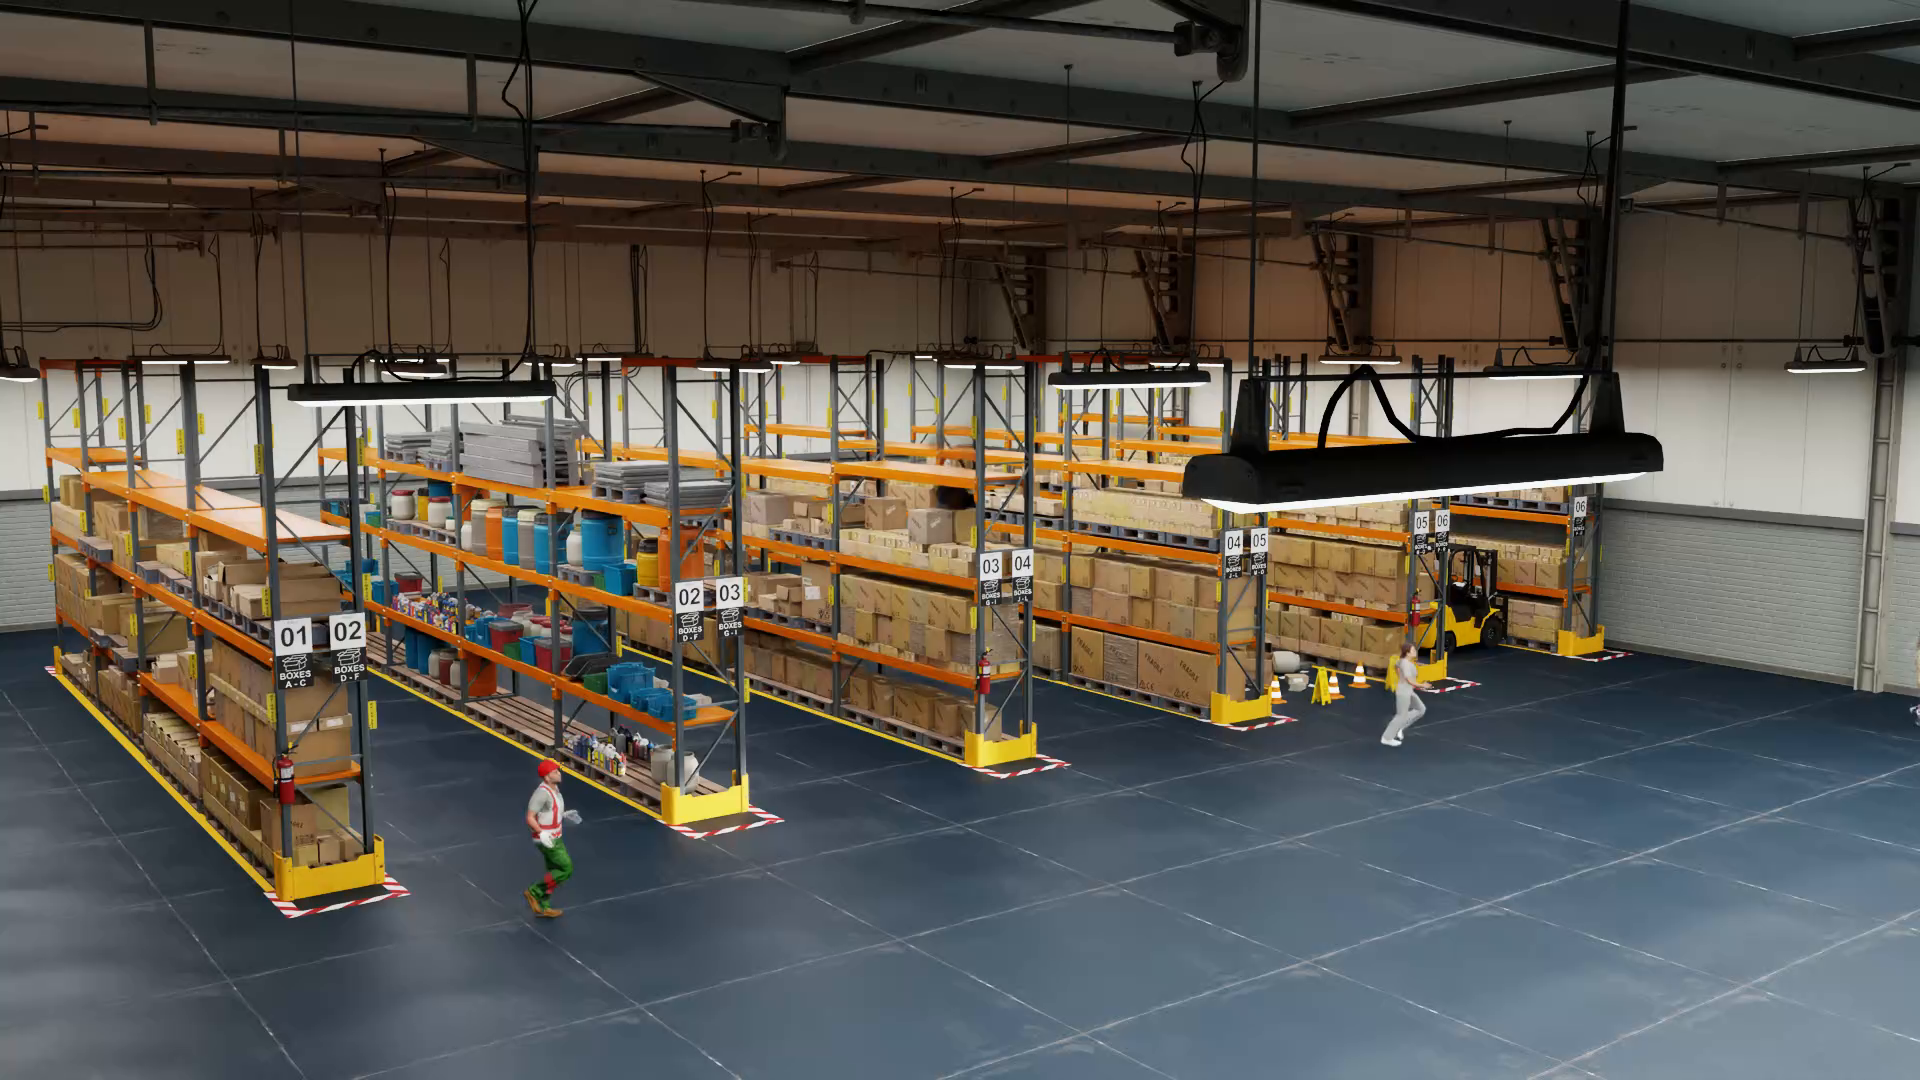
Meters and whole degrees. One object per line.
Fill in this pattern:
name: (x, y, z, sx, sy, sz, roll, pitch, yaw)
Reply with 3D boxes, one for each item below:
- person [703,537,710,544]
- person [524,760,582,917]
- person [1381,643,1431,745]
person: (-6.096, 0.744, 39.864, 0.666, 1.677, 0.700, 0, 7, 4)
person: (-4.482, 3.274, 18.300, 0.611, 1.749, 0.638, -1, 7, -6)
person: (6.985, 2.401, 25.997, 0.734, 1.622, 0.585, 2, 7, 18)
